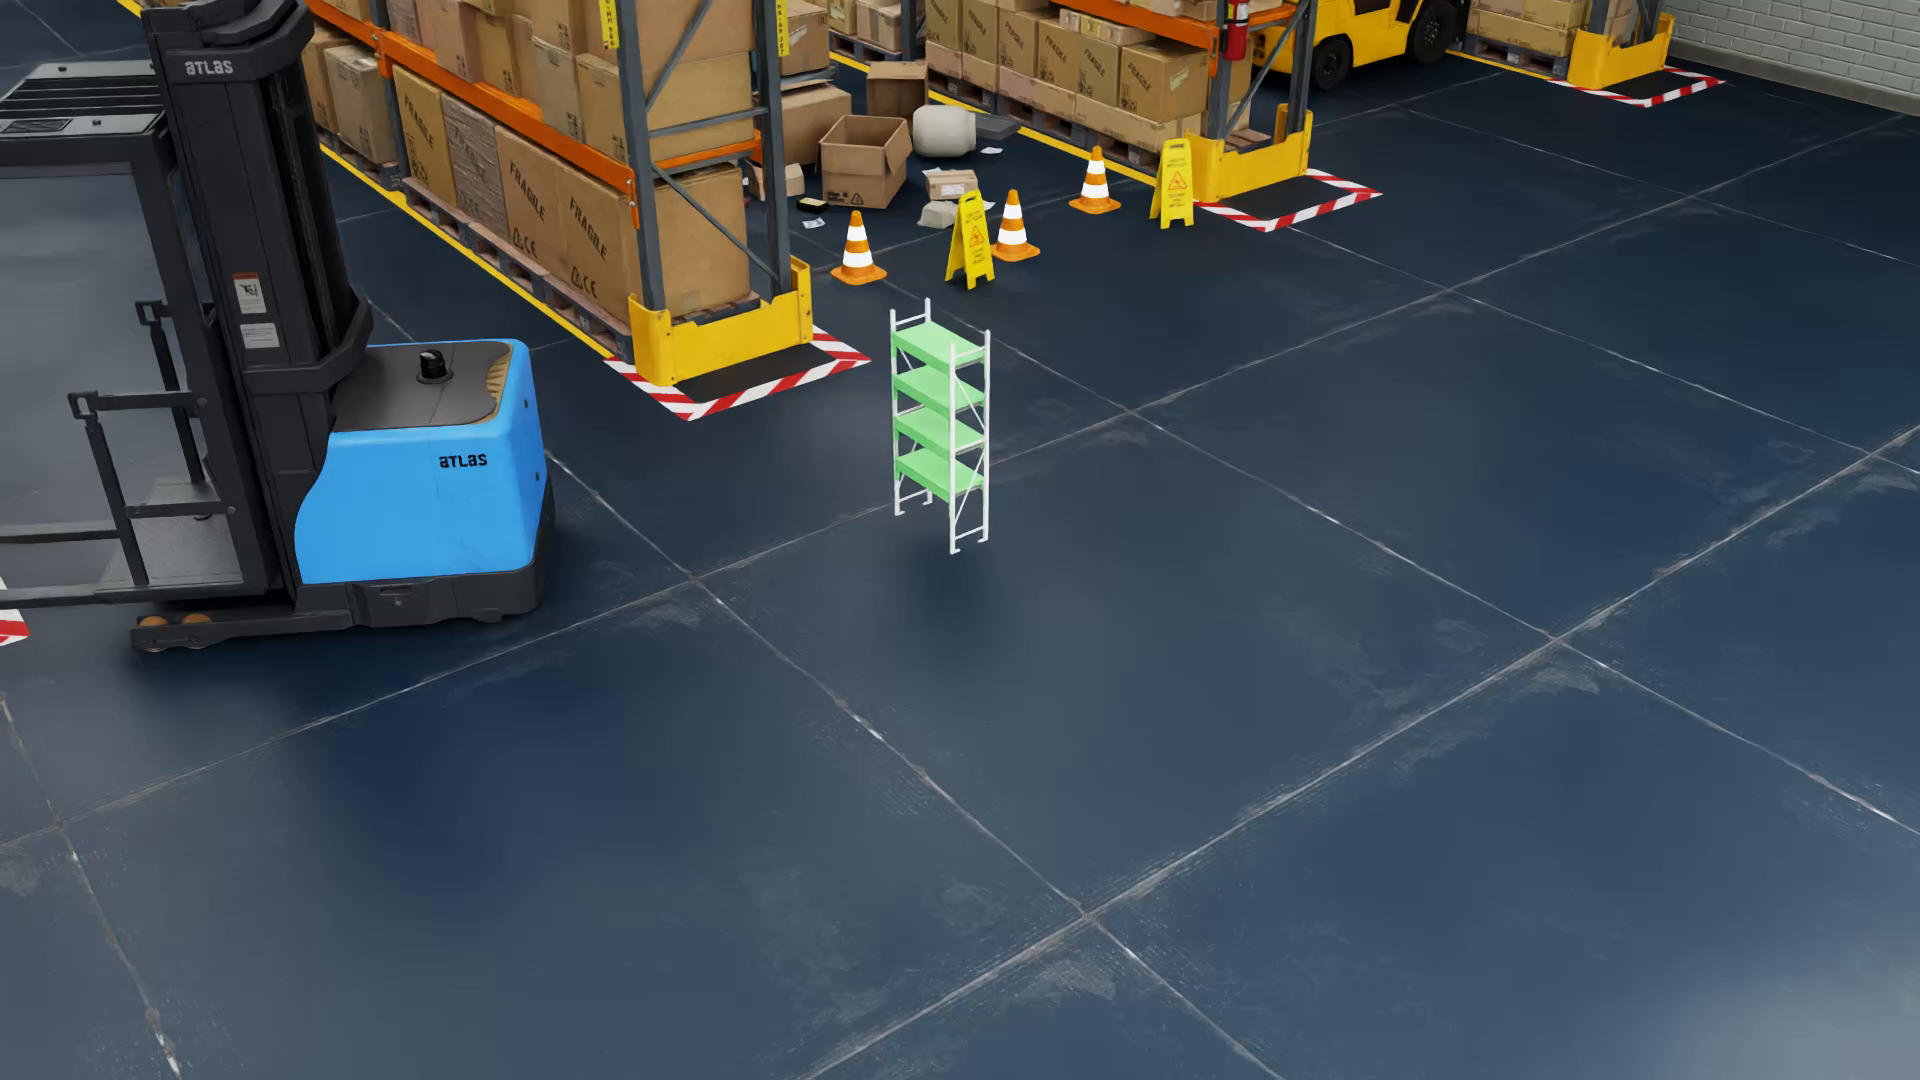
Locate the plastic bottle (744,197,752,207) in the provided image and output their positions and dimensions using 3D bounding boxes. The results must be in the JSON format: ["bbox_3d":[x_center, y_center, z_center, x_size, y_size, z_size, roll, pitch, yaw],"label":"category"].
[{"bbox_3d":[-1.738,-2.605,12.887,0.133,0.061,0.283,18,36,27],"label":"plastic bottle"}]

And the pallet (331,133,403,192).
[{"bbox_3d":[-4.499,-3.256,13.793,1.003,0.211,1.213,-22,38,-31],"label":"pallet"}]

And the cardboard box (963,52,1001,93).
[{"bbox_3d":[0.367,-4.246,14.951,0.500,0.250,0.500,-20,37,-29],"label":"cardboard box"}]

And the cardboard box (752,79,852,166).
[{"bbox_3d":[-1.322,-3.417,13.647,0.797,0.637,0.503,-22,38,-31],"label":"cardboard box"}]

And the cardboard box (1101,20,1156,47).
[{"bbox_3d":[1.360,-4.106,13.400,0.380,0.149,0.250,-21,38,-30],"label":"cardboard box"}]

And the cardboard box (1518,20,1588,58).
[{"bbox_3d":[5.716,-4.832,15.895,0.500,0.250,0.500,-22,38,-31],"label":"cardboard box"}]

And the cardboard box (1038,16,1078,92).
[{"bbox_3d":[1.011,-4.128,14.050,0.500,0.500,0.500,-23,39,-32],"label":"cardboard box"}]

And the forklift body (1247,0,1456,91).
[{"bbox_3d":[3.650,-5.567,15.675,2.313,2.155,1.214,-22,38,-31],"label":"forklift body"}]

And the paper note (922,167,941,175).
[{"bbox_3d":[-0.220,-3.007,13.573,0.148,0.019,0.142,-10,33,-15],"label":"paper note"}]

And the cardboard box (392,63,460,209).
[{"bbox_3d":[-3.636,-3.135,12.570,0.875,0.875,0.875,-22,38,-31],"label":"cardboard box"}]

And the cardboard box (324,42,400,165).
[{"bbox_3d":[-4.418,-3.596,13.431,1.050,0.750,0.750,-22,38,-32],"label":"cardboard box"}]

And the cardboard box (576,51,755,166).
[{"bbox_3d":[-1.777,-2.680,10.080,0.875,0.550,0.550,-22,38,-31],"label":"cardboard box"}]

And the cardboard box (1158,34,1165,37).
[{"bbox_3d":[1.720,-4.101,14.007,0.500,0.500,0.500,-24,39,-33],"label":"cardboard box"}]

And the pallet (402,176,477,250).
[{"bbox_3d":[-3.562,-2.617,12.763,1.003,0.211,1.213,-22,38,-31],"label":"pallet"}]

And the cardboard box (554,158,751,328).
[{"bbox_3d":[-1.981,-2.014,10.765,0.875,0.875,0.875,-22,38,-31],"label":"cardboard box"}]

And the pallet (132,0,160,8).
[{"bbox_3d":[-8.393,-5.969,18.161,1.003,0.211,1.213,-22,38,-31],"label":"pallet"}]

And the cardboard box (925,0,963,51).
[{"bbox_3d":[0.031,-4.783,15.105,0.500,0.500,0.500,-20,37,-29],"label":"cardboard box"}]

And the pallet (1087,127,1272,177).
[{"bbox_3d":[1.818,-3.317,13.891,1.003,0.211,1.213,-22,38,-31],"label":"pallet"}]

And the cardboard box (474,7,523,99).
[{"bbox_3d":[-2.733,-3.384,11.213,0.875,0.550,0.500,-22,38,-31],"label":"cardboard box"}]

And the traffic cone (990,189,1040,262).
[{"bbox_3d":[0.384,-2.304,12.020,0.336,0.463,0.334,-22,38,-31],"label":"traffic cone"}]

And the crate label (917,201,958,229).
[{"bbox_3d":[-0.147,-2.473,12.602,0.298,0.136,0.250,12,34,19],"label":"crate label"}]

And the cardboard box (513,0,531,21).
[{"bbox_3d":[-2.356,-3.643,10.607,0.875,0.550,0.550,-22,38,-31],"label":"cardboard box"}]

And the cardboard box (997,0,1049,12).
[{"bbox_3d":[0.544,-4.662,14.296,0.380,0.149,0.250,-20,37,-29],"label":"cardboard box"}]

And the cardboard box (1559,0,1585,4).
[{"bbox_3d":[5.725,-5.254,15.627,0.500,0.250,0.500,-21,37,-30],"label":"cardboard box"}]

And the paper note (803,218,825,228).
[{"bbox_3d":[-1.108,-2.400,12.587,0.144,0.017,0.142,-10,33,-15],"label":"paper note"}]

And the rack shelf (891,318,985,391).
[{"bbox_3d":[-0.101,-0.932,8.325,0.258,0.148,0.480,-22,38,-31],"label":"rack shelf"}]

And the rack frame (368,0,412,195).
[{"bbox_3d":[-3.966,-4.144,12.579,1.000,3.000,0.127,-22,38,-31],"label":"rack frame"}]

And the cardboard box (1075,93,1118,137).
[{"bbox_3d":[1.315,-3.599,13.910,0.500,0.250,0.500,-22,38,-31],"label":"cardboard box"}]

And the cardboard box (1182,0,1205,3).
[{"bbox_3d":[1.784,-4.426,12.657,0.500,0.500,0.500,-23,39,-32],"label":"cardboard box"}]

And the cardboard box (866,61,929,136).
[{"bbox_3d":[-0.536,-3.840,14.456,0.500,0.500,0.500,1,32,2],"label":"cardboard box"}]

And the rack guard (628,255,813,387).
[{"bbox_3d":[-1.498,-1.405,10.538,1.175,0.500,0.348,-22,38,-31],"label":"rack guard"}]

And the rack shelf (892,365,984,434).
[{"bbox_3d":[-0.101,-0.728,8.452,0.258,0.148,0.480,-22,38,-31],"label":"rack shelf"}]

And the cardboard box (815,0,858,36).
[{"bbox_3d":[-0.885,-5.366,16.639,0.950,0.372,0.625,-20,37,-29],"label":"cardboard box"}]

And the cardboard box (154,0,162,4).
[{"bbox_3d":[-8.302,-5.981,17.507,0.500,0.500,0.500,-20,37,-29],"label":"cardboard box"}]

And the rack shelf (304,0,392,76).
[{"bbox_3d":[-5.193,-4.672,14.111,1.077,0.370,4.000,-22,38,-31],"label":"rack shelf"}]

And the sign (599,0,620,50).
[{"bbox_3d":[-1.950,-2.899,9.253,0.100,0.325,0.005,-22,38,-31],"label":"sign"}]

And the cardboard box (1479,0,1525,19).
[{"bbox_3d":[5.409,-5.265,16.118,0.500,0.250,0.500,-23,38,-32],"label":"cardboard box"}]

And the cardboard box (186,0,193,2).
[{"bbox_3d":[-7.344,-5.335,16.467,0.500,0.500,0.500,-21,37,-30],"label":"cardboard box"}]

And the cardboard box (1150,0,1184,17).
[{"bbox_3d":[1.694,-4.170,12.859,0.380,0.149,0.250,-23,38,-32],"label":"cardboard box"}]

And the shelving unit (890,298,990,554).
[{"bbox_3d":[-0.101,-0.579,8.545,0.258,1.200,0.503,-22,38,-31],"label":"shelving unit"}]

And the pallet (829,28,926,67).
[{"bbox_3d":[-0.597,-4.927,16.482,1.003,0.211,1.213,-22,38,-31],"label":"pallet"}]

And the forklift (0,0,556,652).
[{"bbox_3d":[-3.603,-1.010,7.598,3.031,2.935,1.130,-4,32,-6],"label":"forklift"}]

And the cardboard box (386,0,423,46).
[{"bbox_3d":[-3.730,-4.058,12.298,0.875,0.550,0.550,-22,38,-31],"label":"cardboard box"}]

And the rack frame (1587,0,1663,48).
[{"bbox_3d":[6.254,-5.728,15.129,1.000,3.000,0.127,-22,38,-31],"label":"rack frame"}]
